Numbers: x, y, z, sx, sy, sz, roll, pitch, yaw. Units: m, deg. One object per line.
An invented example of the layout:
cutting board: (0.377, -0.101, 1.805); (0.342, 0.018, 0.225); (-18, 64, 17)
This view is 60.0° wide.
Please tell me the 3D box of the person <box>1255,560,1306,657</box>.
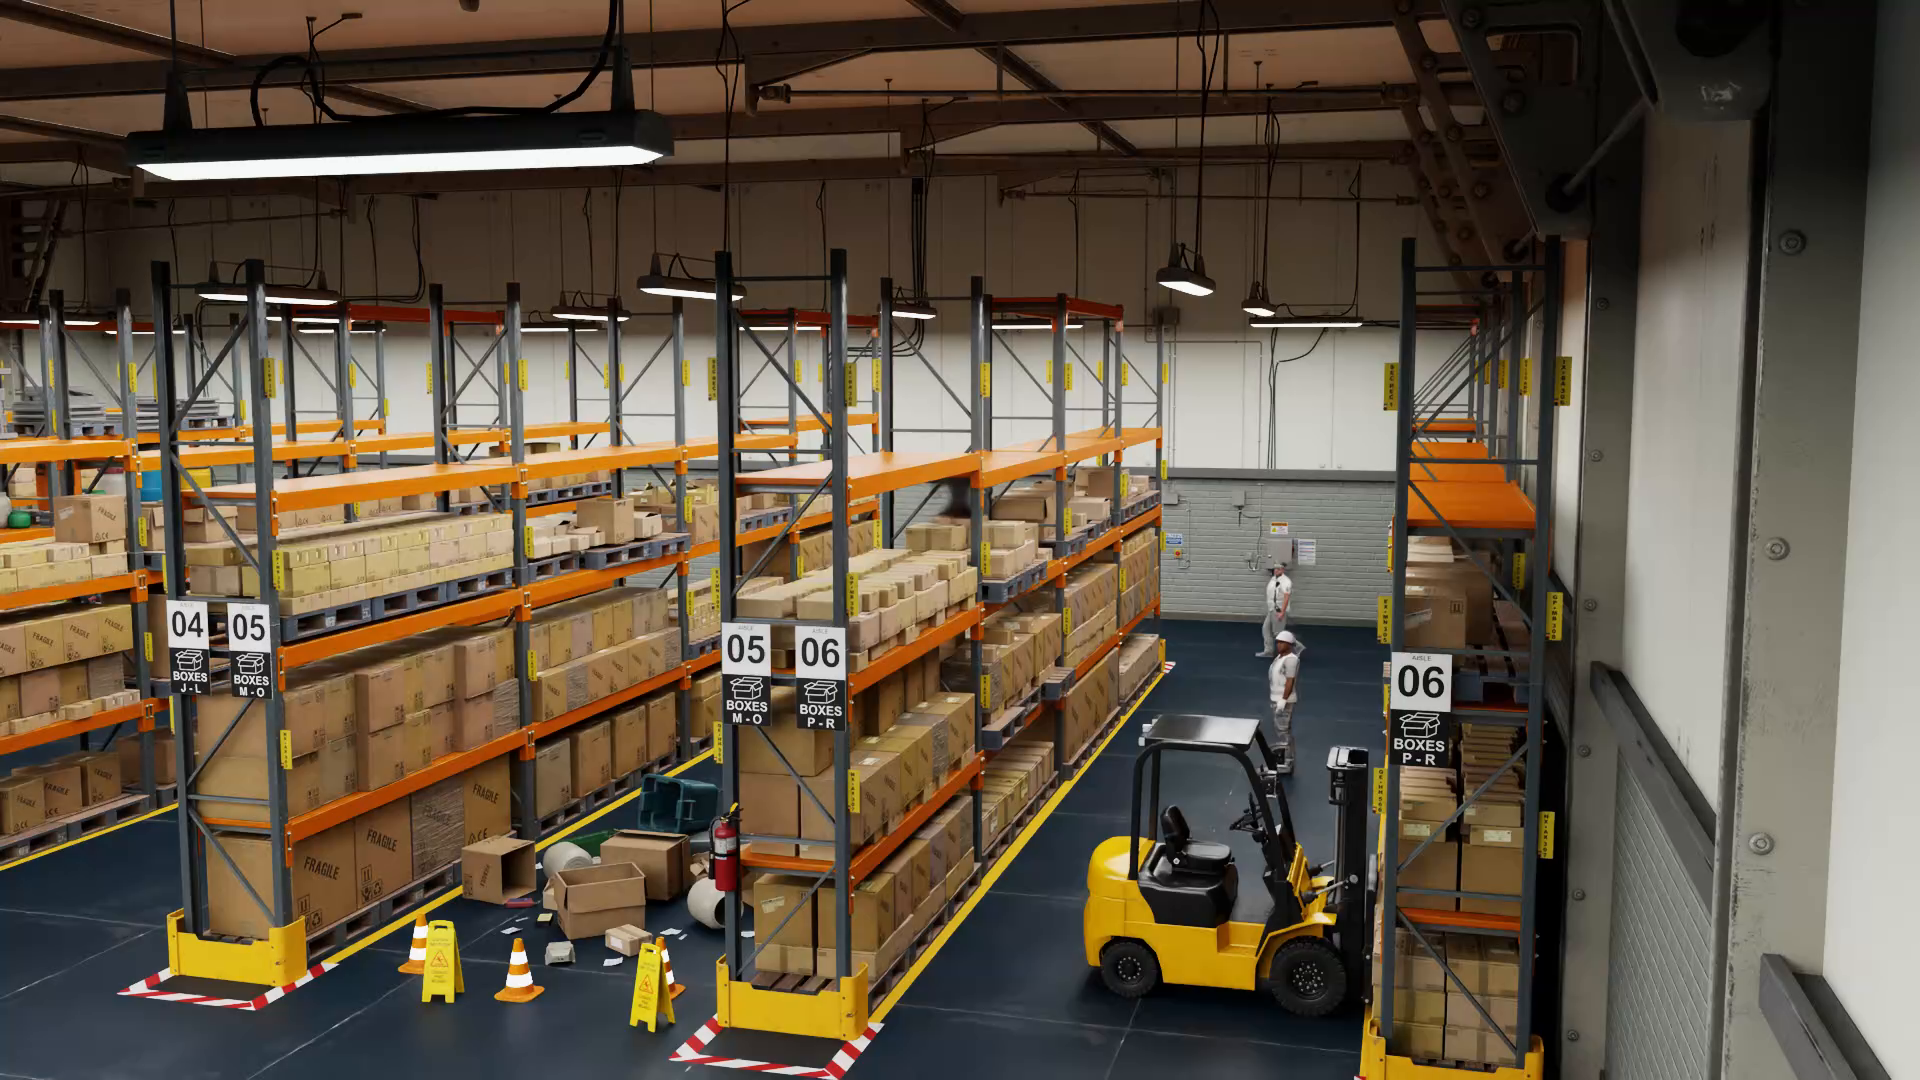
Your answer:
person: (5.604, 1.208, 29.099); (0.845, 1.727, 0.555); (1, 6, 10)

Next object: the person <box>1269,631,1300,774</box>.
person: (4.097, 2.044, 21.059); (0.383, 1.782, 0.601); (1, 6, 10)
